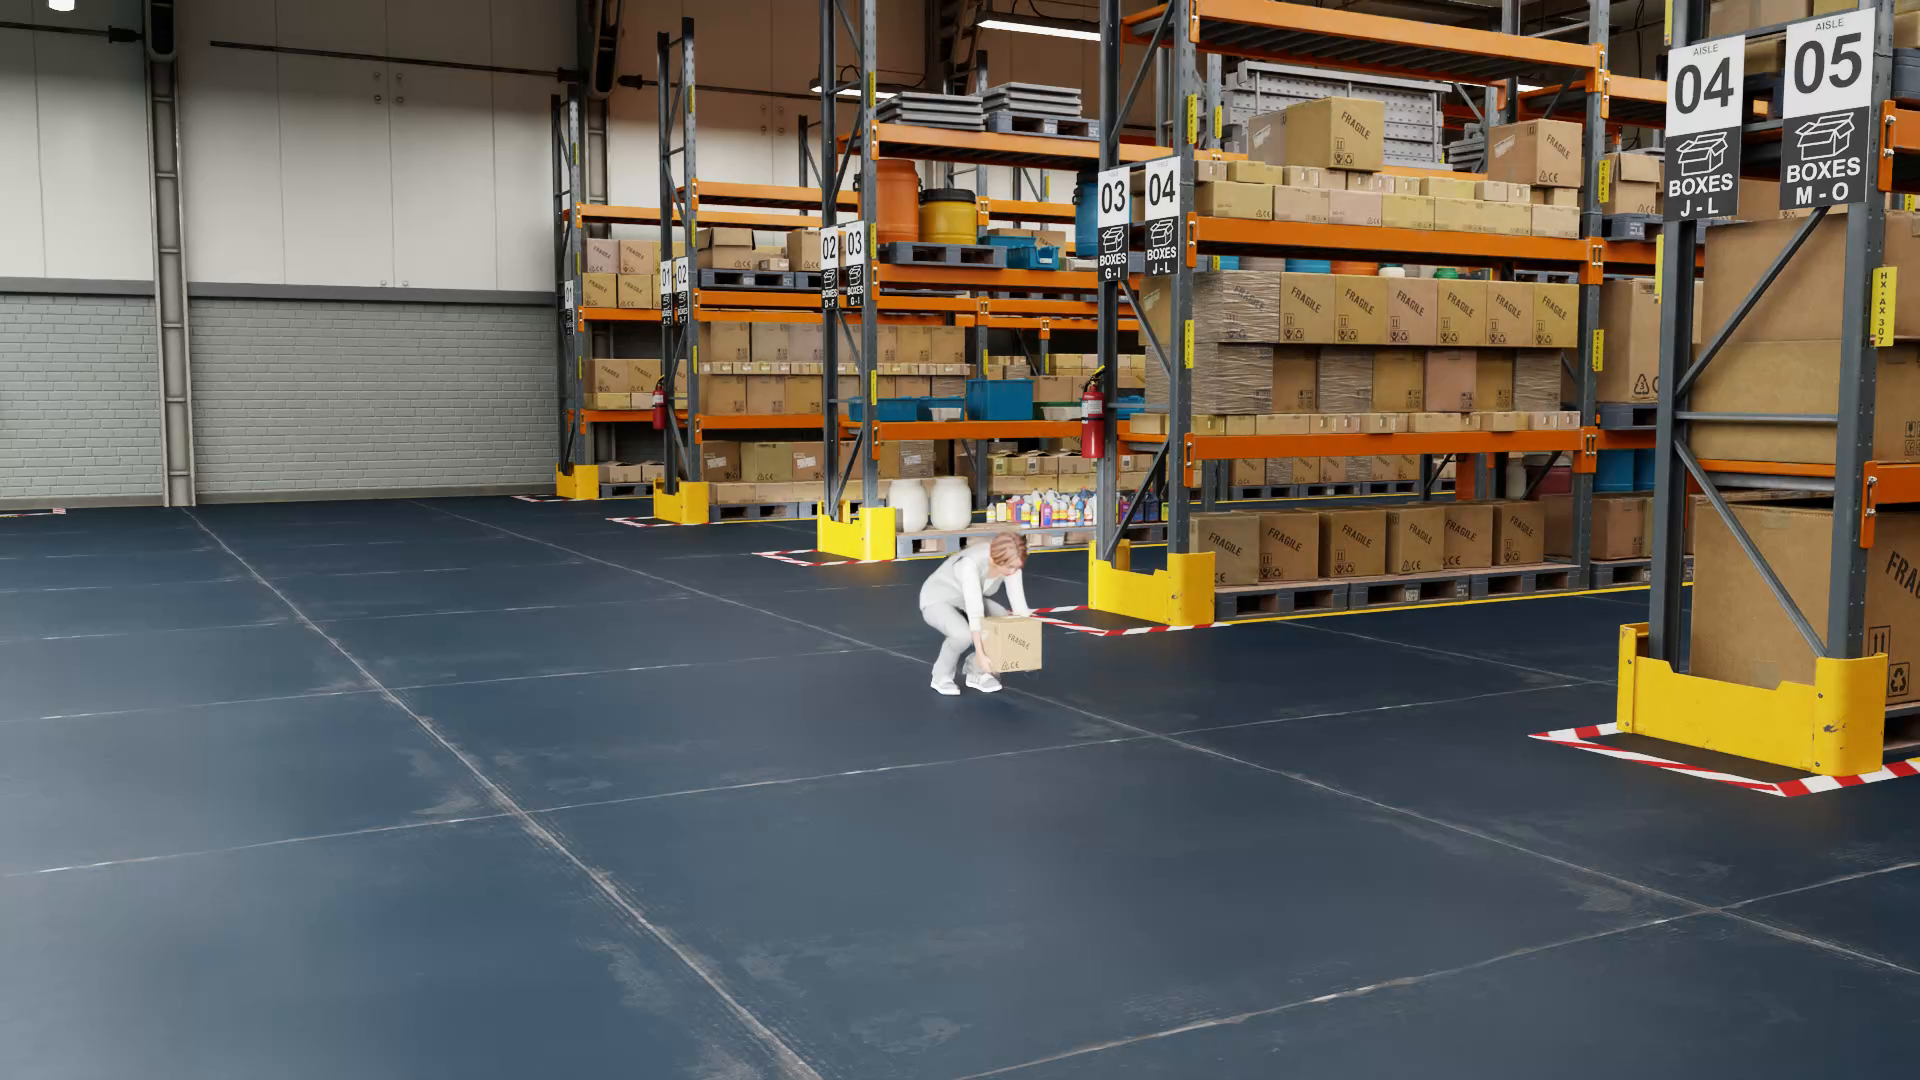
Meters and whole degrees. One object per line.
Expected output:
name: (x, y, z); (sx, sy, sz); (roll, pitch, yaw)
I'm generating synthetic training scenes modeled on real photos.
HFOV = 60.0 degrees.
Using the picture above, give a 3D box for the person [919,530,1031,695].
person: (0.093, 0.392, 8.864); (0.421, 0.889, 0.835); (-3, 6, -30)
